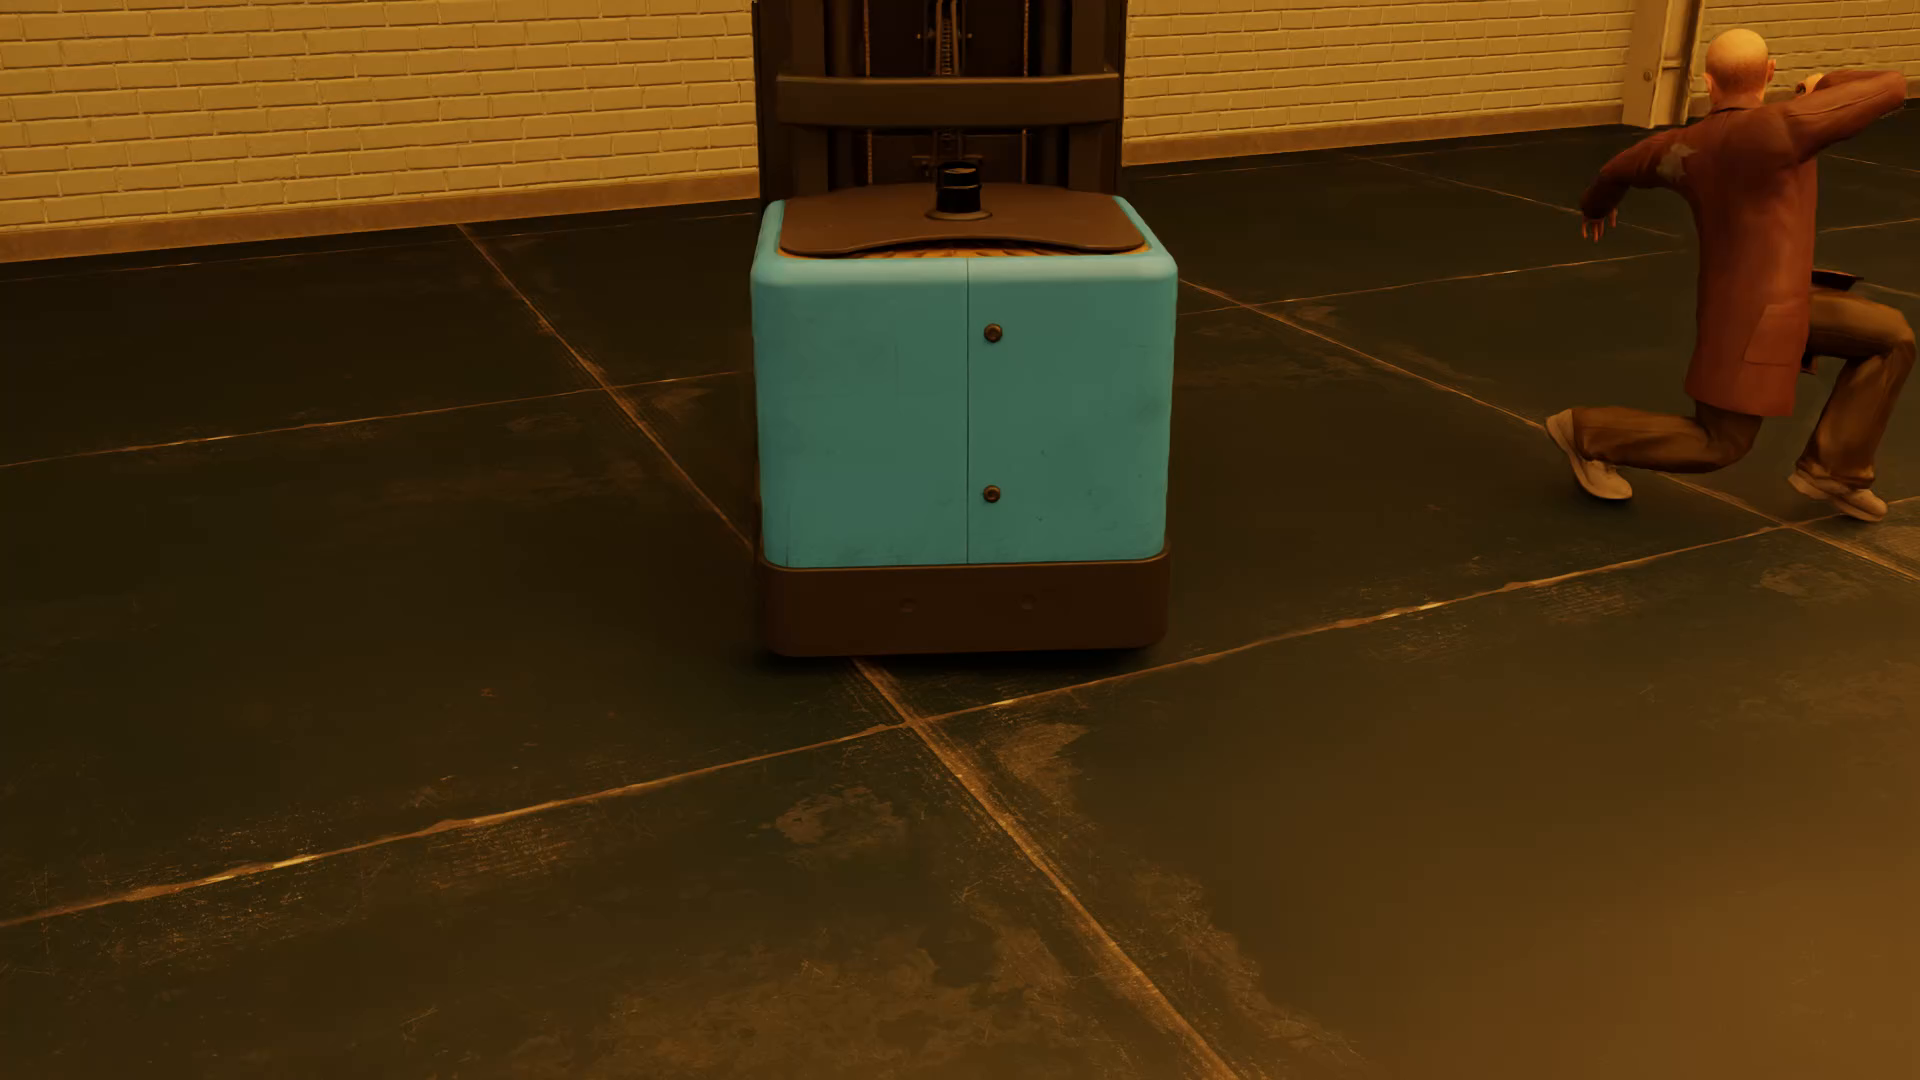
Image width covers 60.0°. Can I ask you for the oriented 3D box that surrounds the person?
[{"bbox_3d":[2.466,-0.856,5.261,1.046,1.473,0.963,5,23,12],"label":"person"}]

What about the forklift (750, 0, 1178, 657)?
[{"bbox_3d":[-0.076,-1.580,5.089,1.130,2.935,3.031,-1,23,-3],"label":"forklift"}]
